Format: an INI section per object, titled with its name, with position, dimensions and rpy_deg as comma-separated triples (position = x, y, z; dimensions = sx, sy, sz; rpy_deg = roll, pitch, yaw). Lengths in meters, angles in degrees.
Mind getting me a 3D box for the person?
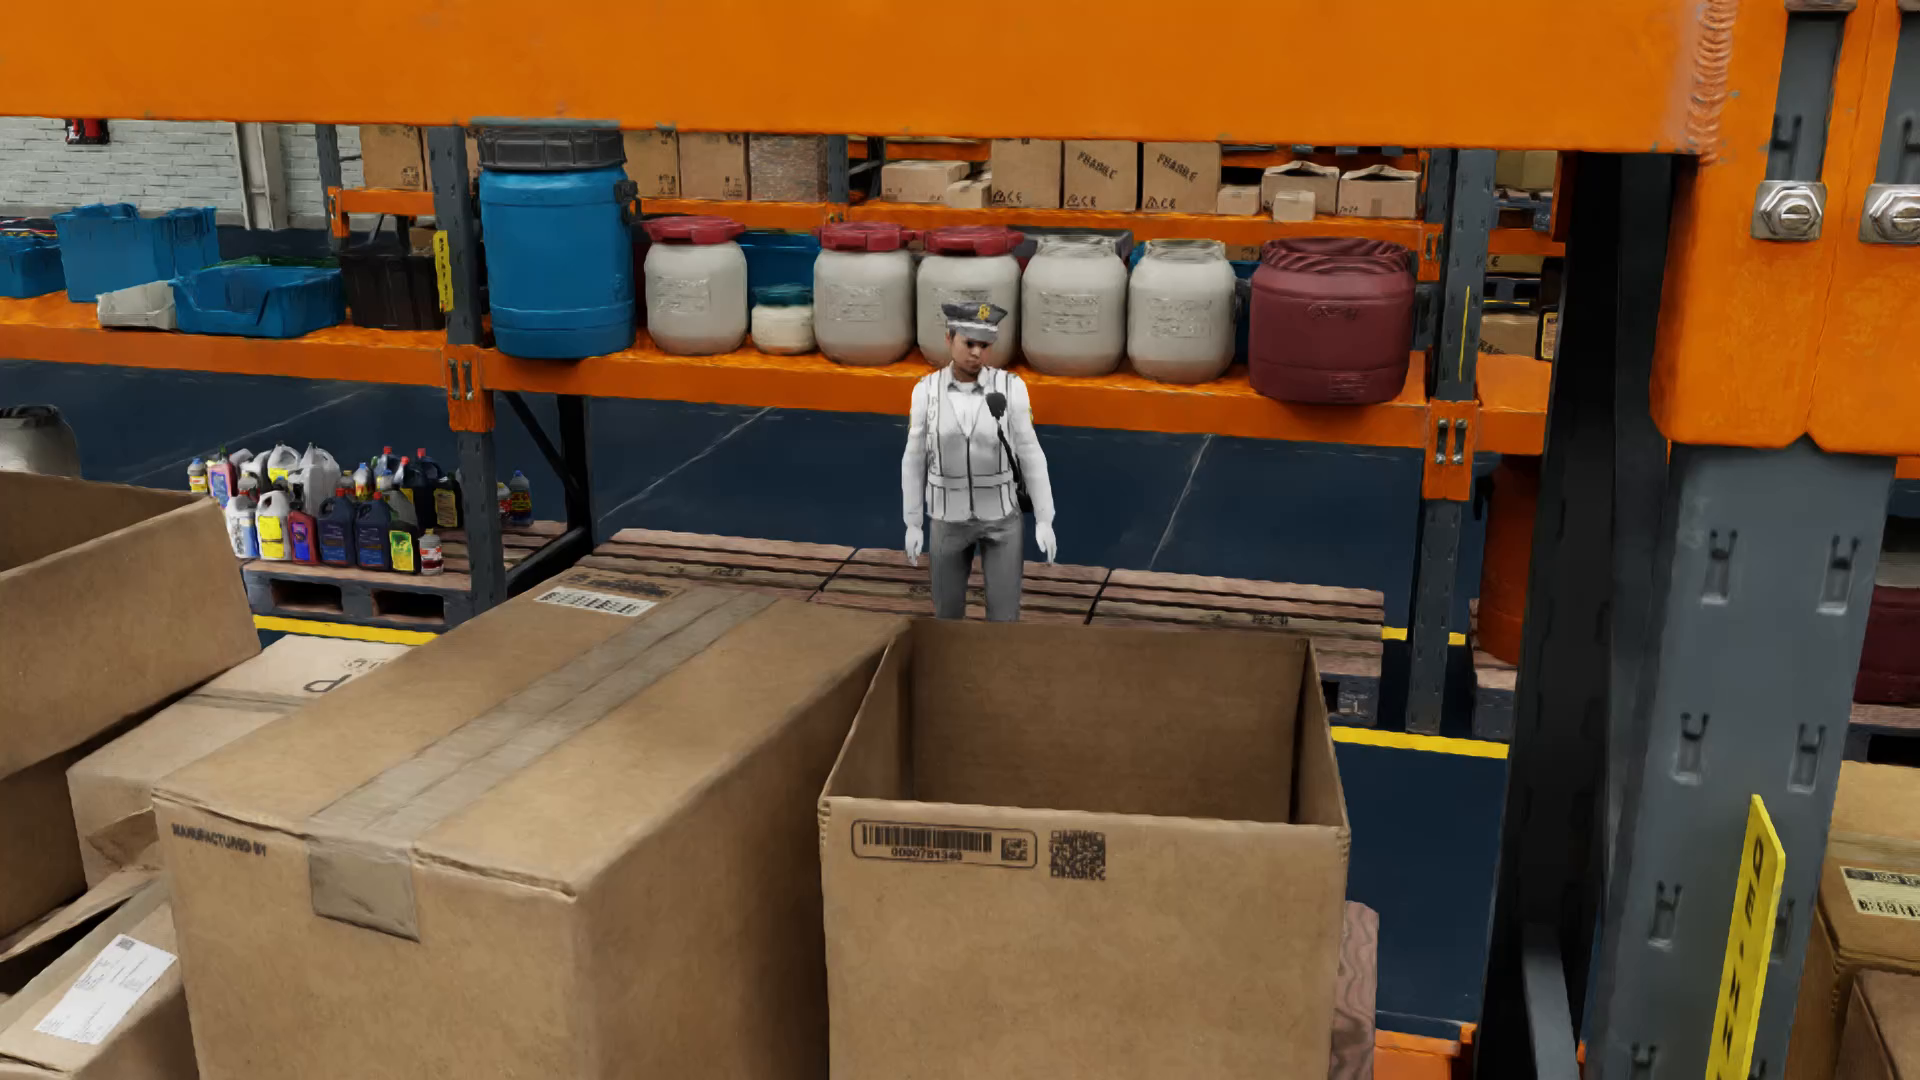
[person]
position = 0.063, -0.058, 6.152
dimensions = 0.599, 1.684, 0.419
rpy_deg = 2, 19, 7
